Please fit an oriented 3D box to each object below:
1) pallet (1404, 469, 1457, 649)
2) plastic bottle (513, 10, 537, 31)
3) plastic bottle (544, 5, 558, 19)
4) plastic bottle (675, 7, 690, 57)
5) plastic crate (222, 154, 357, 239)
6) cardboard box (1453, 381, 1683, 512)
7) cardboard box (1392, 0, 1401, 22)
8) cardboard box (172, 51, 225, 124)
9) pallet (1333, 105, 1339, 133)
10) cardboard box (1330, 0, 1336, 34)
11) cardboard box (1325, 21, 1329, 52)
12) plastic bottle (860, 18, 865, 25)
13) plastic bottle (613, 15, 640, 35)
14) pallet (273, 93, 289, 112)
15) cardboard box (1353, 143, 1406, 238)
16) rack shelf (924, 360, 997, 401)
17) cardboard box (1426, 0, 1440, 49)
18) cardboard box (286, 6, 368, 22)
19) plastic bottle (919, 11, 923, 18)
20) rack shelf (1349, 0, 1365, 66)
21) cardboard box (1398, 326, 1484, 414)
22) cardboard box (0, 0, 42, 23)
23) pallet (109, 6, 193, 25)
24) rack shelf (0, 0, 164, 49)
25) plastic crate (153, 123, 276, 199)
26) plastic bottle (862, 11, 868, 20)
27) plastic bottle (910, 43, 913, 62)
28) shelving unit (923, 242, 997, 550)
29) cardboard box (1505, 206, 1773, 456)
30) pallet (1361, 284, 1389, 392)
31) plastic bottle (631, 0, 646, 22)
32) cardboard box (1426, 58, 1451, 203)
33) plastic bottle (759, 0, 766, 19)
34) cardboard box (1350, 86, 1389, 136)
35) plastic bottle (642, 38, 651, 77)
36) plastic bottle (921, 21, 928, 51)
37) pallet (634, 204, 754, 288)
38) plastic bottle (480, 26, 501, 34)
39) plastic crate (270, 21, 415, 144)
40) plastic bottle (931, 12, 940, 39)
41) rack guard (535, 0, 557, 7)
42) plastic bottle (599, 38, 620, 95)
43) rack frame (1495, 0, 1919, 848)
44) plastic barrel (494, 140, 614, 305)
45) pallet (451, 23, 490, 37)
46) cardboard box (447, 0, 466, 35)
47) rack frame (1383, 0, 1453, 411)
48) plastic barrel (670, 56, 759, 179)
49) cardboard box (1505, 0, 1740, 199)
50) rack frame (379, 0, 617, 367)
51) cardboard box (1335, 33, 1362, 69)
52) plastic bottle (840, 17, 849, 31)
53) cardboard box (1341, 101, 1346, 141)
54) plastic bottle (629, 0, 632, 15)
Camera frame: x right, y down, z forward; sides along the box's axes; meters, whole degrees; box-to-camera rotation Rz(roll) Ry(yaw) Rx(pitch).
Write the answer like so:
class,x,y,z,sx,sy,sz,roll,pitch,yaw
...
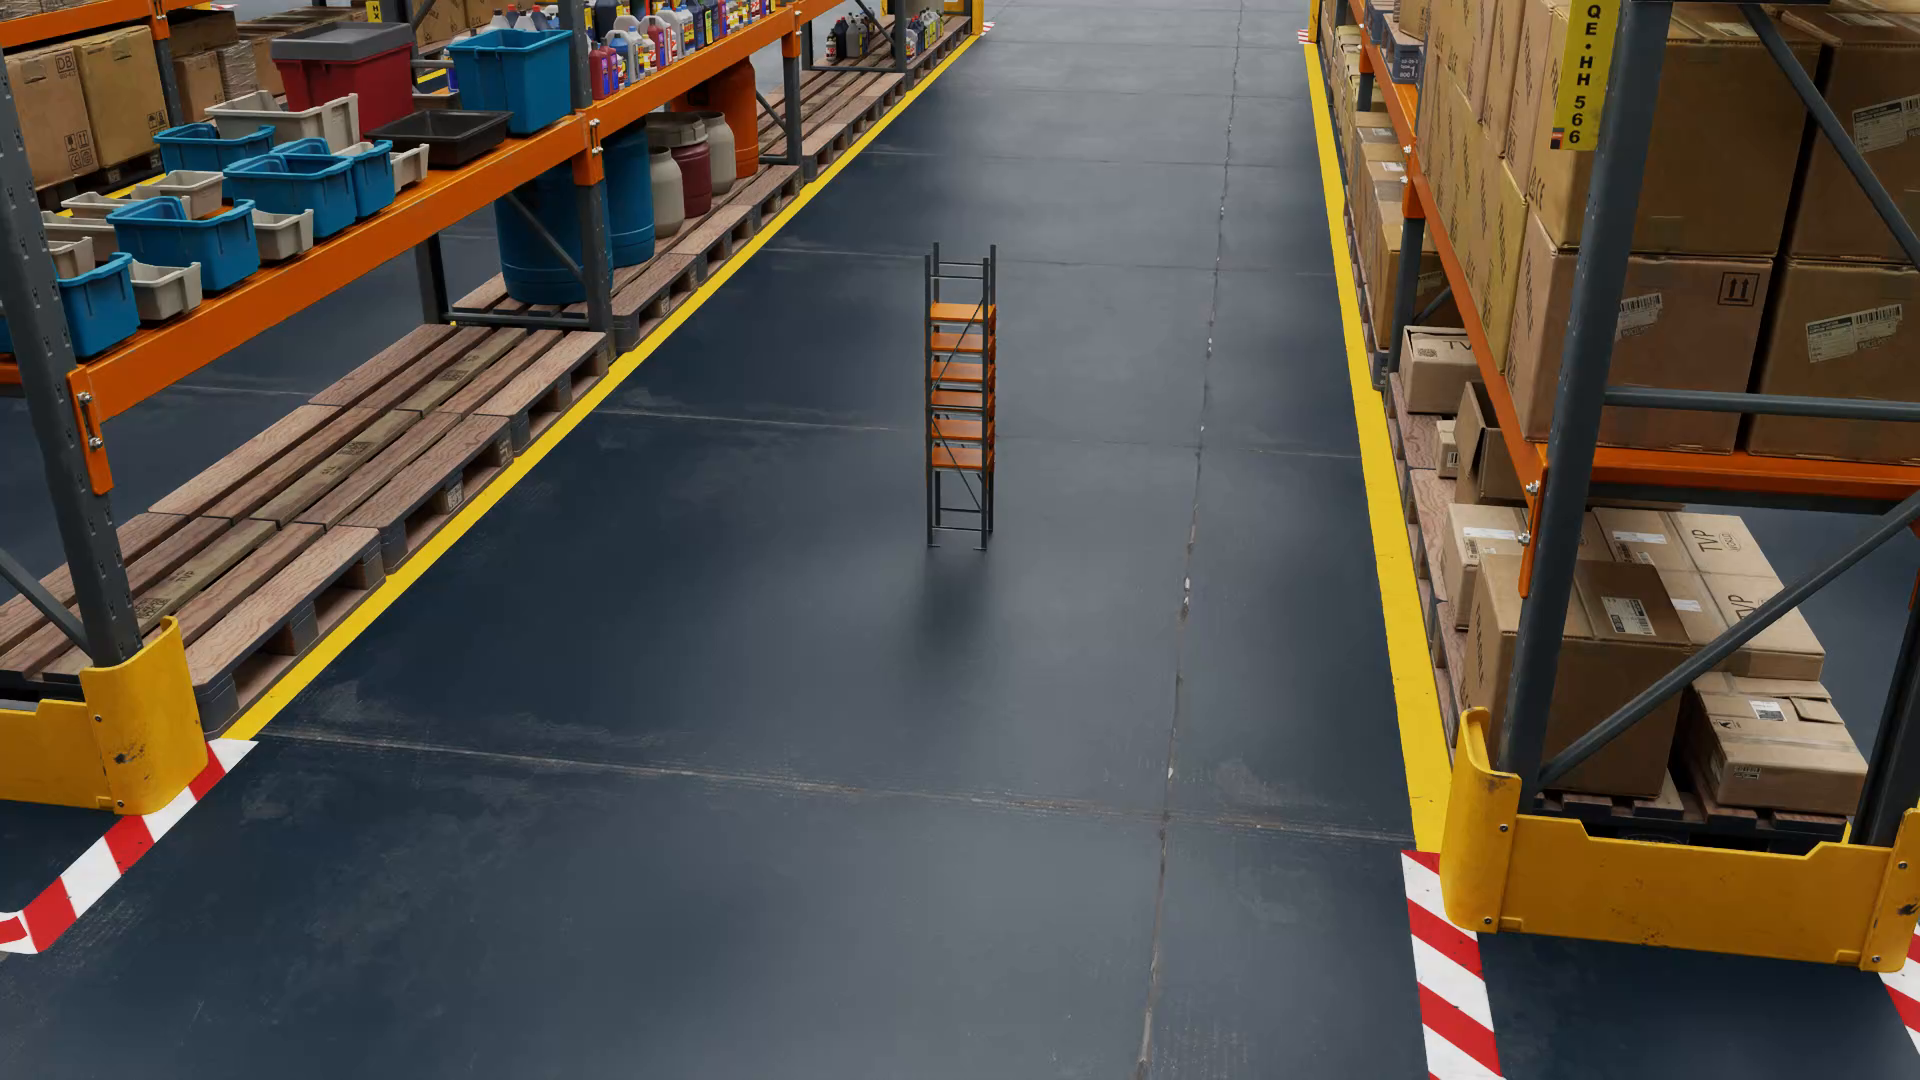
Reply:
class,x,y,z,sx,sy,sz,roll,pitch,yaw
pallet,2.259,0.083,6.323,1.003,0.211,1.213,4,25,9
plastic bottle,-2.348,-2.698,9.034,0.144,0.351,0.185,4,25,9
plastic bottle,-2.370,-2.971,9.706,0.152,0.276,0.135,4,25,9
plastic bottle,-1.630,-2.963,9.694,0.097,0.271,0.097,0,25,0
plastic crate,-2.391,-1.233,5.972,0.416,0.233,0.300,4,25,9
cardboard box,2.267,-0.261,6.195,0.797,0.503,0.637,4,25,9
cardboard box,2.893,-3.246,9.534,0.700,0.500,0.500,9,27,18
cardboard box,-6.460,-3.688,13.520,0.700,0.500,0.500,3,25,6
pallet,3.794,-3.751,14.514,1.003,0.211,1.213,4,25,9
cardboard box,3.908,-5.236,16.261,0.500,0.500,0.500,4,25,9
cardboard box,3.976,-5.106,16.868,0.500,0.250,0.500,4,25,9
plastic bottle,-0.999,-5.146,16.892,0.061,0.283,0.133,4,25,9
plastic bottle,-1.864,-2.832,9.408,0.152,0.276,0.135,4,25,9
pallet,-6.219,-3.912,14.858,1.003,0.211,1.213,4,25,9
cardboard box,2.699,-2.119,10.169,0.500,0.500,0.500,4,25,8
rack shelf,0.002,-0.618,6.477,0.258,0.103,0.180,4,25,9
cardboard box,2.214,-2.299,6.826,0.500,0.500,0.500,5,25,10
cardboard box,-6.018,-4.824,15.948,0.700,0.500,0.500,2,25,4
plastic bottle,-0.397,-5.416,17.468,0.061,0.283,0.133,4,25,9
rack shelf,3.550,-4.162,12.952,1.077,0.370,4.000,4,25,9
cardboard box,2.287,-0.799,7.572,0.500,0.311,0.500,4,25,9
cardboard box,-6.555,-3.736,11.074,0.500,0.500,0.500,3,25,7
pallet,-10.173,-6.468,20.320,1.003,0.211,1.213,4,25,9
rack shelf,-6.877,-3.177,10.848,1.077,0.370,4.000,4,25,9
plastic crate,-2.888,-1.478,6.497,0.416,0.233,0.300,4,25,9
plastic bottle,-1.016,-5.426,17.502,0.097,0.271,0.097,0,25,0
plastic bottle,-0.509,-4.746,16.134,0.097,0.201,0.097,0,25,0
shelving unit,0.002,-0.549,6.509,0.258,1.200,0.189,4,25,9
cardboard box,1.720,-0.557,4.284,0.500,0.500,0.500,5,26,10
pallet,2.665,-1.058,8.762,1.003,0.211,1.213,4,25,9
plastic bottle,-2.115,-3.535,10.916,0.097,0.271,0.097,0,25,0
cardboard box,2.136,-1.615,6.544,0.500,0.500,0.500,4,25,9
plastic bottle,-1.346,-3.648,11.143,0.061,0.283,0.133,4,25,9
cardboard box,3.065,-3.086,11.892,0.500,0.311,0.500,5,25,10
plastic bottle,-1.744,-2.641,9.088,0.097,0.201,0.097,0,25,0
plastic bottle,-0.370,-5.092,16.776,0.061,0.283,0.133,5,26,11
pallet,-1.953,-1.892,10.543,1.003,0.211,1.213,4,25,9
plastic bottle,-2.512,-2.607,8.928,0.152,0.276,0.135,4,25,9
plastic crate,-2.711,-2.023,7.388,0.402,0.464,0.583,4,25,9
plastic bottle,-0.292,-5.406,17.454,0.152,0.276,0.135,4,25,9
rack guard,-5.255,-6.521,20.092,1.175,0.500,0.348,4,25,9
plastic bottle,-1.815,-2.450,8.583,0.061,0.283,0.133,4,25,9
rack frame,1.915,-0.306,3.864,1.000,3.000,0.127,4,25,9
plastic barrel,-2.211,-1.789,9.014,0.600,0.901,0.708,4,25,9
pallet,-5.624,-5.544,18.346,1.003,0.211,1.213,4,25,9
cardboard box,-5.681,-5.740,17.928,0.500,0.500,0.500,2,25,4
rack frame,2.569,-1.978,7.439,1.000,3.000,0.127,4,25,9
plastic barrel,-1.727,-2.998,11.681,0.600,0.830,0.708,4,25,9
cardboard box,1.798,-1.220,4.521,0.500,0.500,0.500,5,25,10
rack frame,-2.317,-2.323,8.175,1.000,3.000,0.127,4,25,9
cardboard box,3.476,-4.159,14.183,0.500,0.311,0.500,4,25,8
plastic bottle,-1.157,-5.038,16.581,0.144,0.351,0.185,3,25,6
cardboard box,3.234,-3.259,12.923,0.500,0.250,0.500,5,25,10
plastic bottle,-2.196,-3.538,10.909,0.061,0.283,0.133,4,25,9
